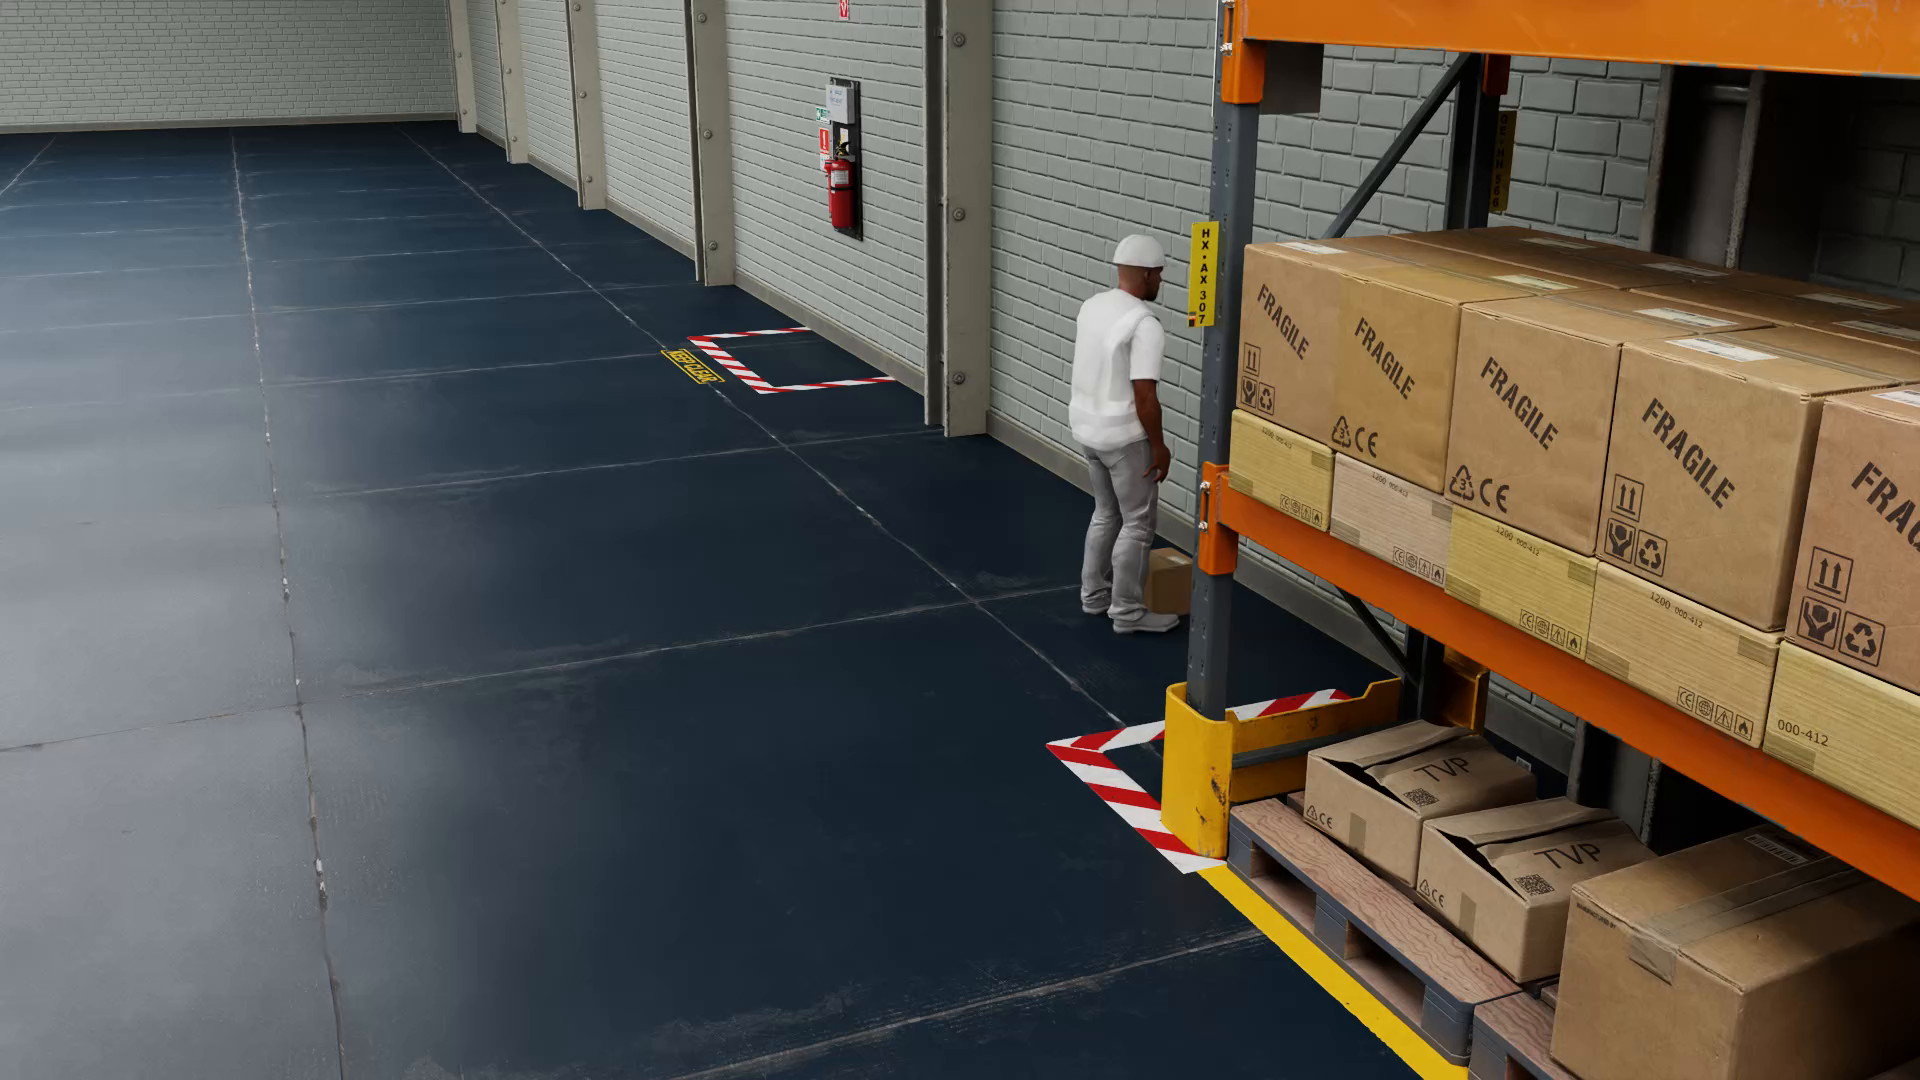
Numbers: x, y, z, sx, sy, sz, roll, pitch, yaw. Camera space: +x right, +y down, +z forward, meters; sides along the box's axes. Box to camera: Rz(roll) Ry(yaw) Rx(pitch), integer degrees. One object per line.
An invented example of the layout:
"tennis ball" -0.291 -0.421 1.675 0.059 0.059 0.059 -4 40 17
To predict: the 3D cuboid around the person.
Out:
"person" 0.736 -0.478 7.447 0.461 1.759 0.621 -9 21 -24
